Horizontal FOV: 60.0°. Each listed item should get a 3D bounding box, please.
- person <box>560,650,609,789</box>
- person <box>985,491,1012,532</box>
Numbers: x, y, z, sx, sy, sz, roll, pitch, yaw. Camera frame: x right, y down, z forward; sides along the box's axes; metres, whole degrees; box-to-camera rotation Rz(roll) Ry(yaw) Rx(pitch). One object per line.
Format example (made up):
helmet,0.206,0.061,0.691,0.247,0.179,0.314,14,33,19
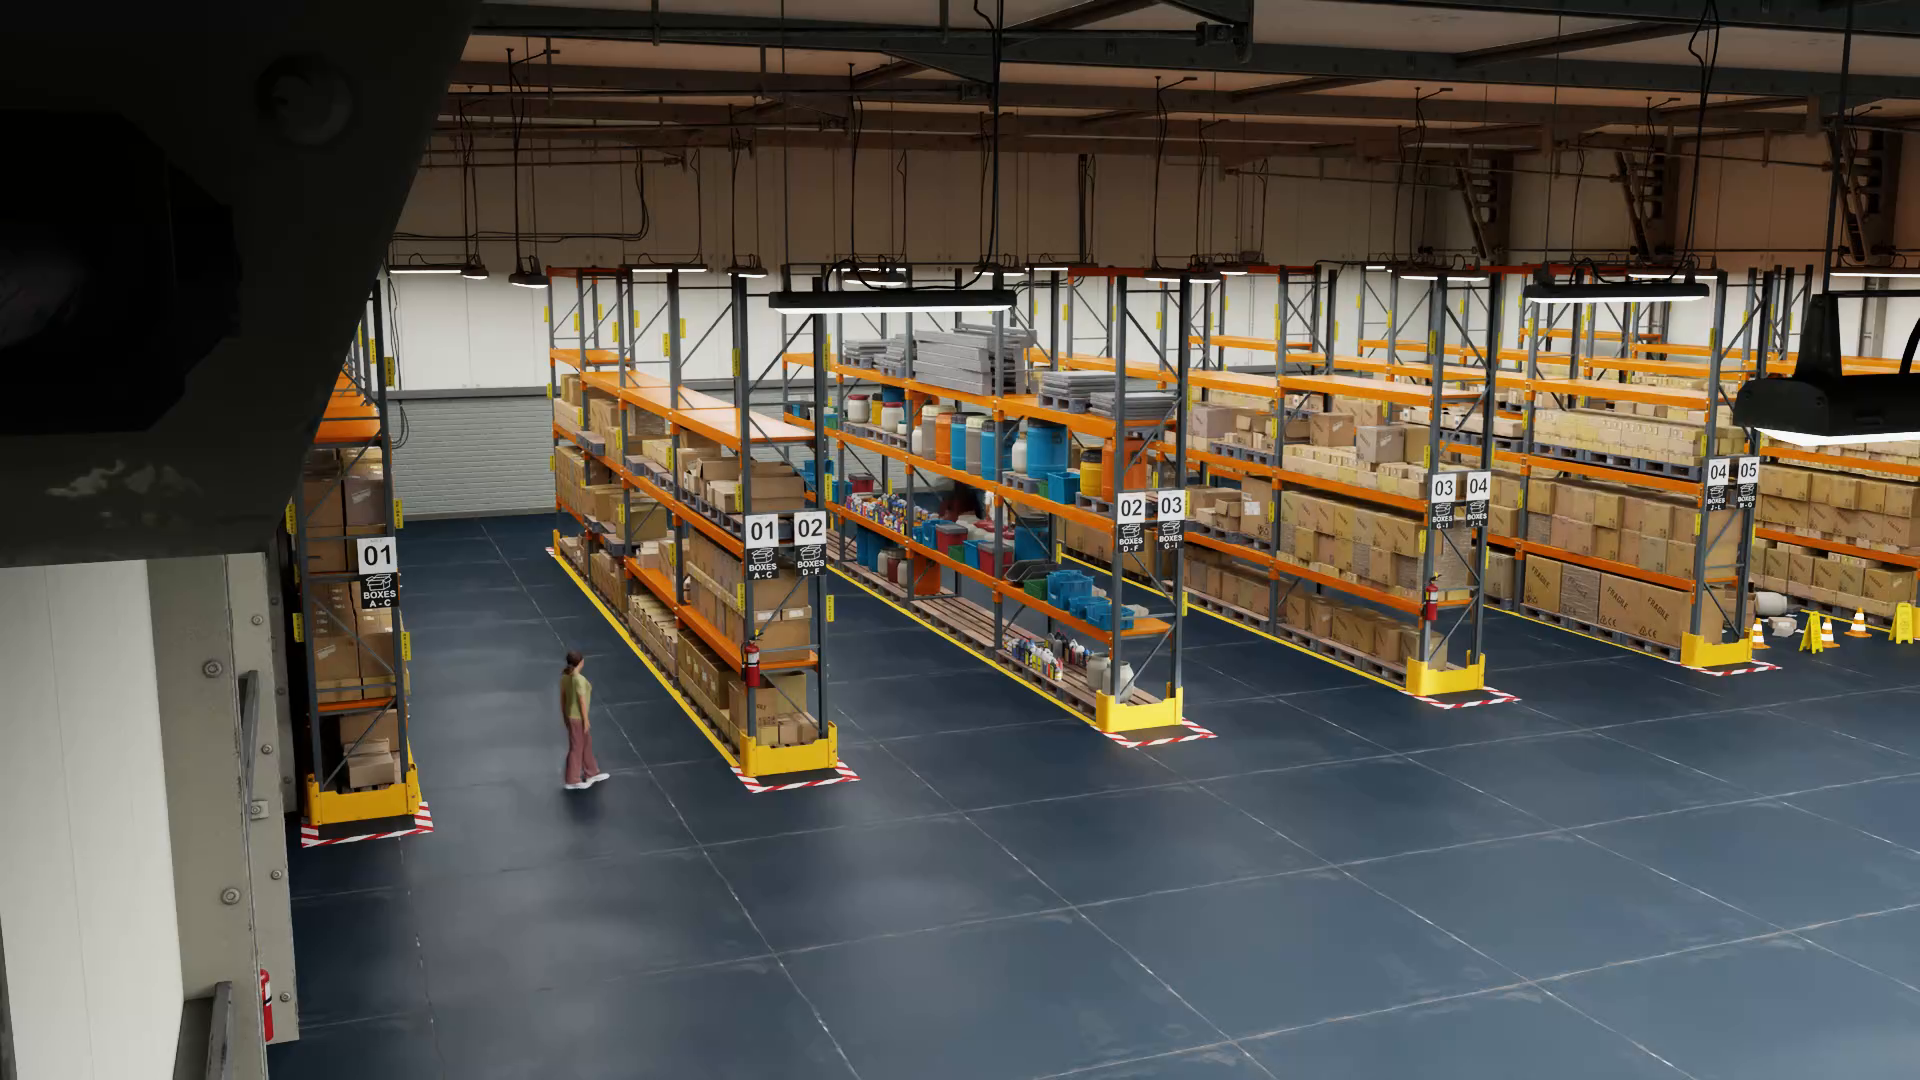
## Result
person,-4.440,2.116,19.735,0.570,1.674,0.466,-4,11,-23
person,0.802,-0.467,34.326,0.645,1.716,0.989,-5,11,-27
